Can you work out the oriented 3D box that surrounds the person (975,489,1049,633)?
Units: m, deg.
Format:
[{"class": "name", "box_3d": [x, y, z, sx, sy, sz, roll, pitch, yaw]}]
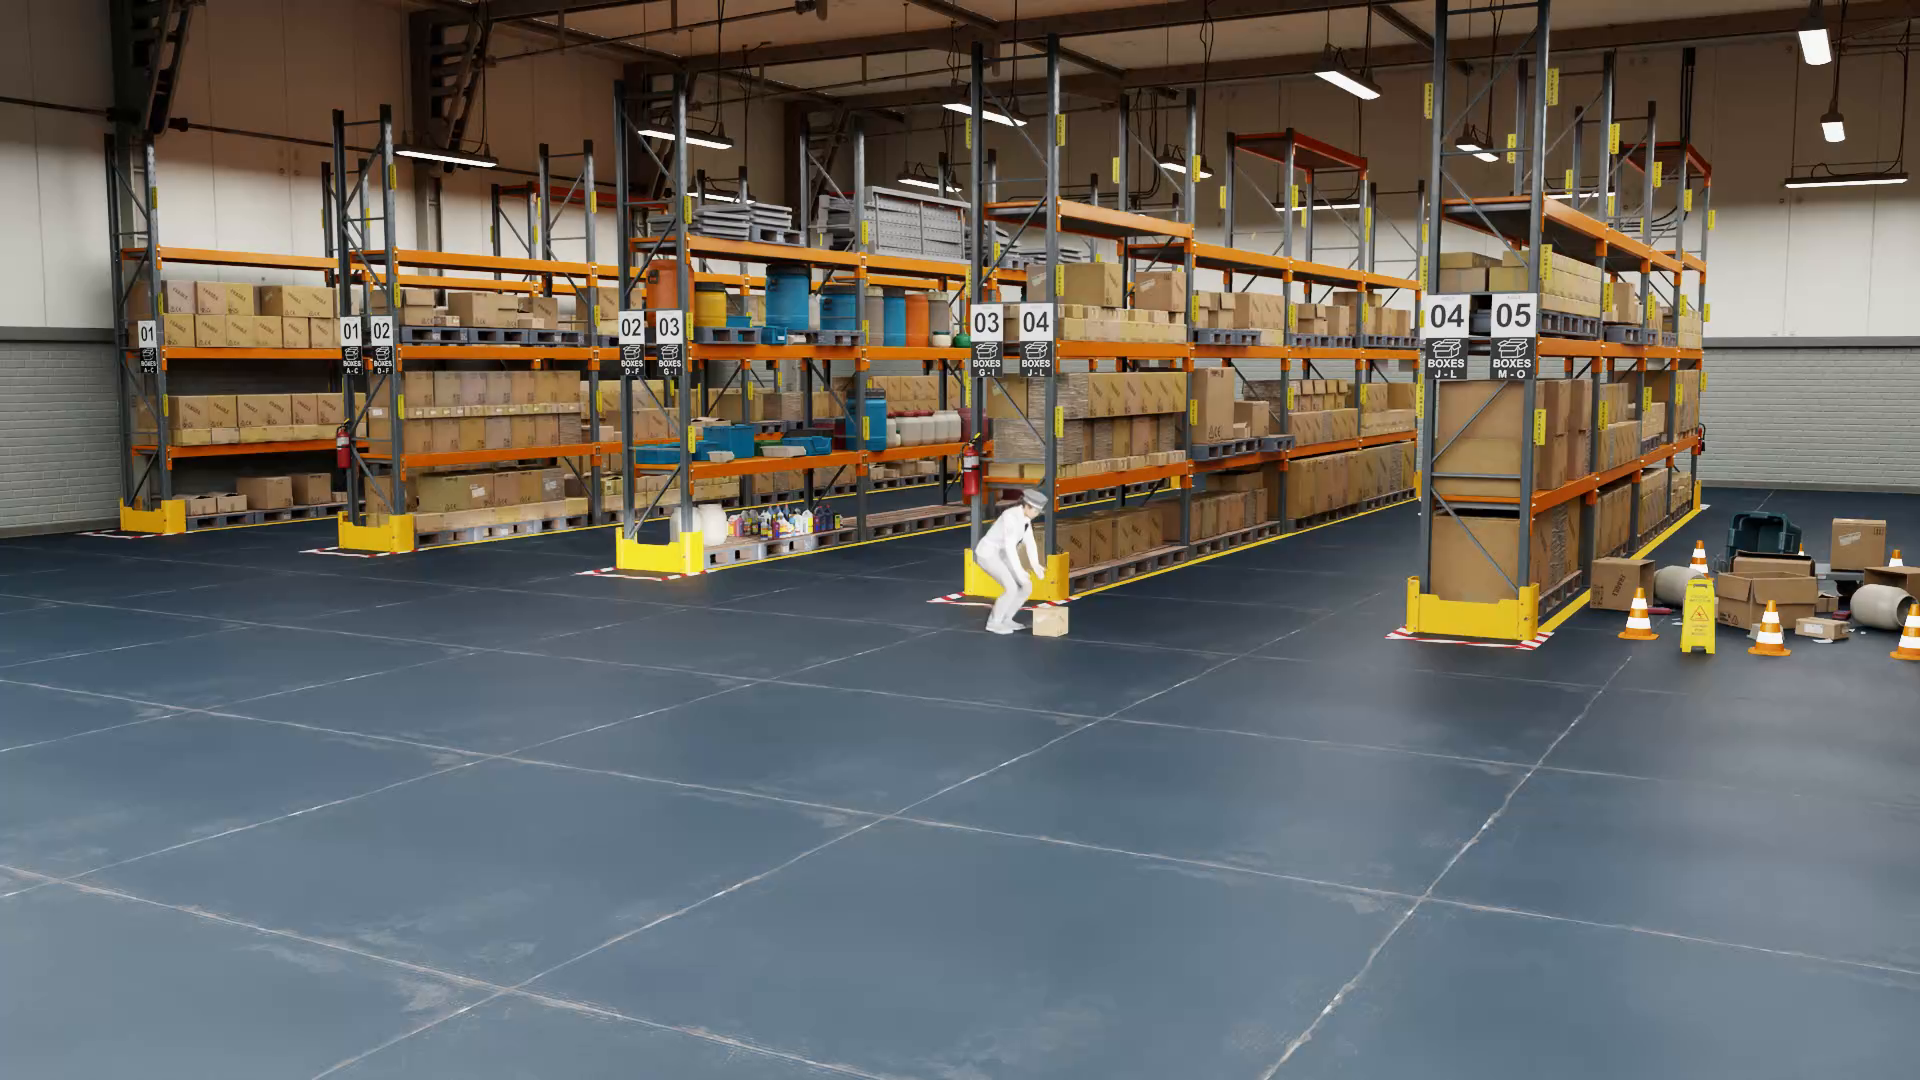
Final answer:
[{"class": "person", "box_3d": [0.515, 0.193, 15.957, 0.709, 1.375, 0.535, 3, 7, 29]}]
